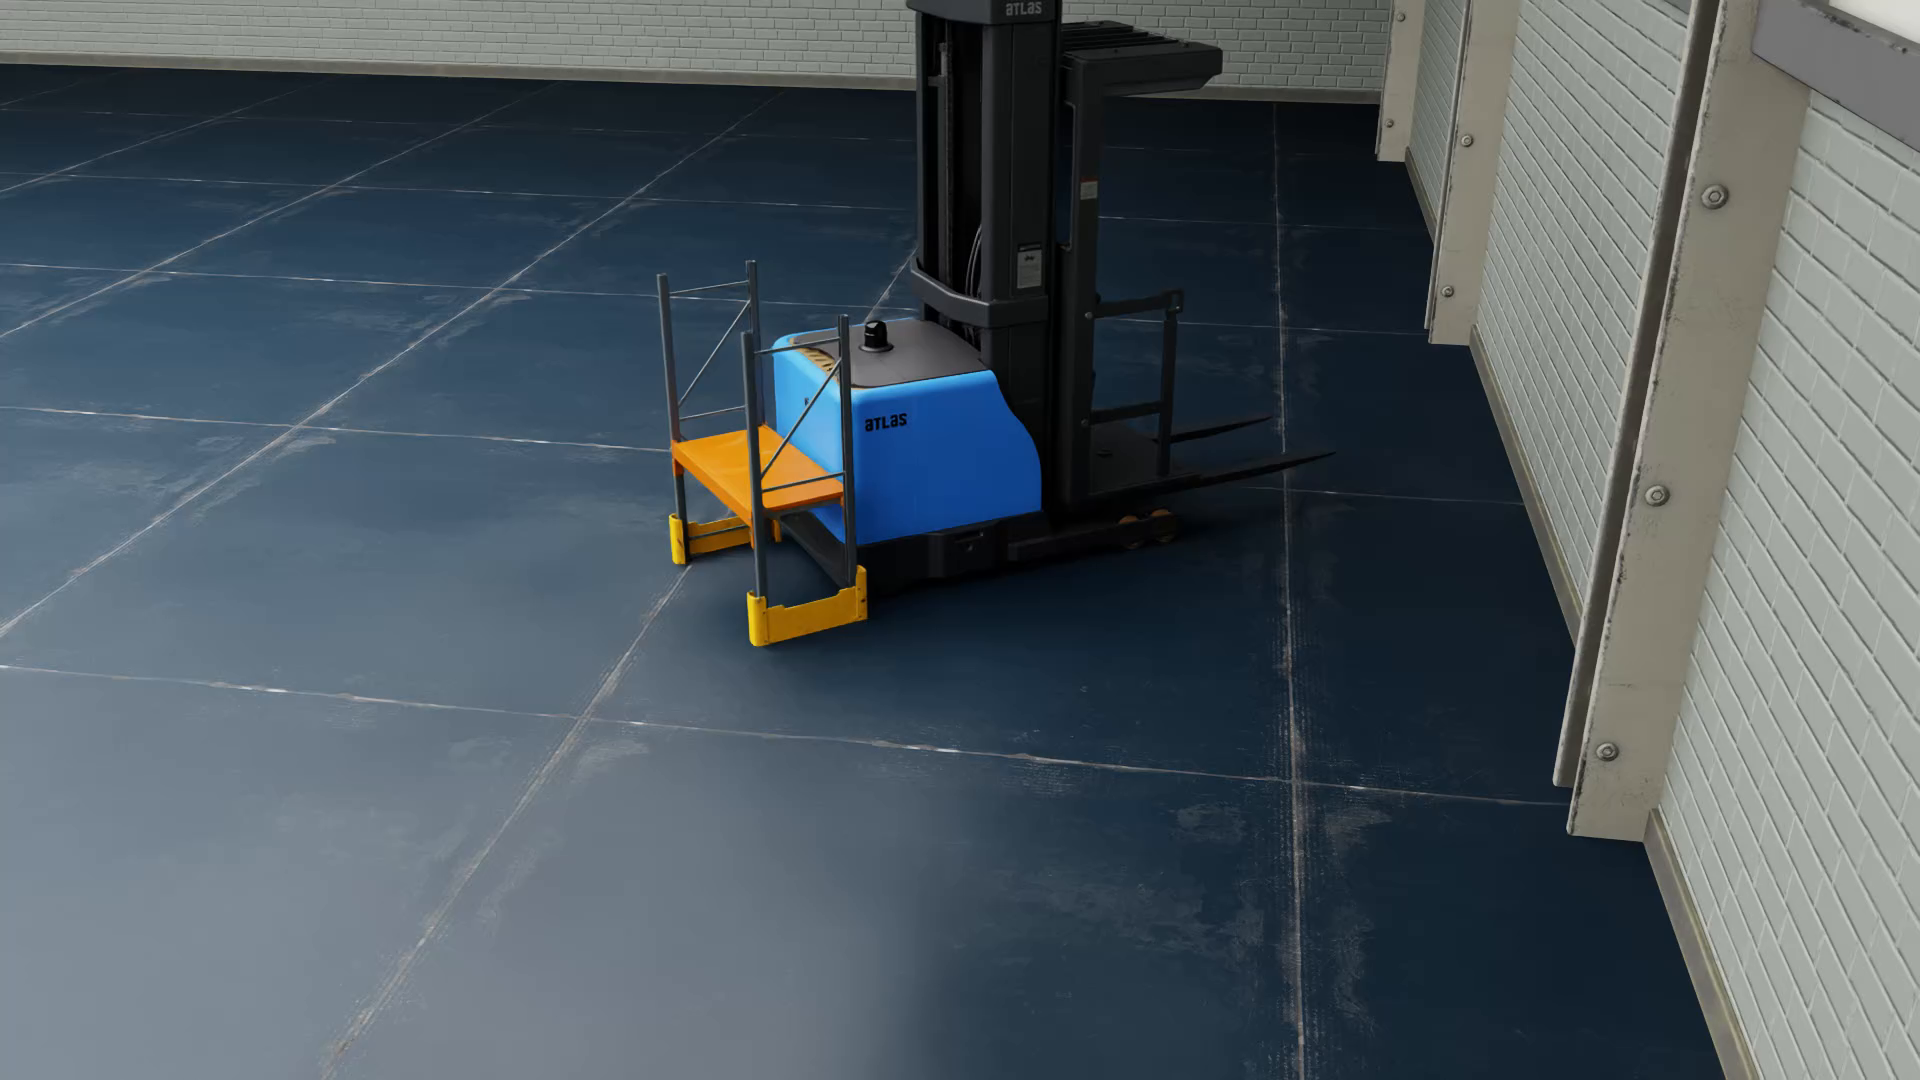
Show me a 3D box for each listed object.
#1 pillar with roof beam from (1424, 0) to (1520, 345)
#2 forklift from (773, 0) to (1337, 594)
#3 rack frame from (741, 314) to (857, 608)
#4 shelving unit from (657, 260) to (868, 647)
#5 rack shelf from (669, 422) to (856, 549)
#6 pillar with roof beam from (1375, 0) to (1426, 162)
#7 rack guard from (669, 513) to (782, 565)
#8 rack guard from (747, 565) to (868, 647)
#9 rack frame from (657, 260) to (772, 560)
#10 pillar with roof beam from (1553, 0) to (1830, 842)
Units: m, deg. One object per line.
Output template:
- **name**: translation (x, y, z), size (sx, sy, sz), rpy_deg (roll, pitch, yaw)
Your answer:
- **pillar with roof beam**: translation (-0.759, -5.830, 10.591), size (9.100, 9.000, 0.400), rpy_deg (4, 25, 9)
- **forklift**: translation (0.596, -1.474, 8.441), size (3.031, 2.935, 1.130), rpy_deg (-11, 27, -23)
- **rack frame**: translation (-0.711, -0.258, 7.530), size (0.500, 1.500, 0.032), rpy_deg (-14, 28, -27)
- **shelving unit**: translation (-0.959, -0.442, 7.922), size (0.587, 1.500, 1.083), rpy_deg (-14, 28, -27)
- **rack shelf**: translation (-0.963, -0.282, 8.006), size (0.538, 0.185, 1.000), rpy_deg (-14, 28, -27)
- **pillar with roof beam**: translation (0.221, -8.340, 15.952), size (9.100, 9.000, 0.400), rpy_deg (4, 25, 9)
- **rack guard**: translation (-1.204, -0.059, 8.579), size (0.587, 0.250, 0.087), rpy_deg (-14, 28, -27)
- **rack guard**: translation (-0.709, 0.307, 7.797), size (0.587, 0.250, 0.087), rpy_deg (-14, 28, -27)
- **rack frame**: translation (-1.216, -0.632, 8.329), size (0.500, 1.500, 0.032), rpy_deg (-14, 28, -27)
- **pillar with roof beam**: translation (-1.740, -3.321, 5.230), size (9.100, 9.000, 0.400), rpy_deg (4, 25, 9)
